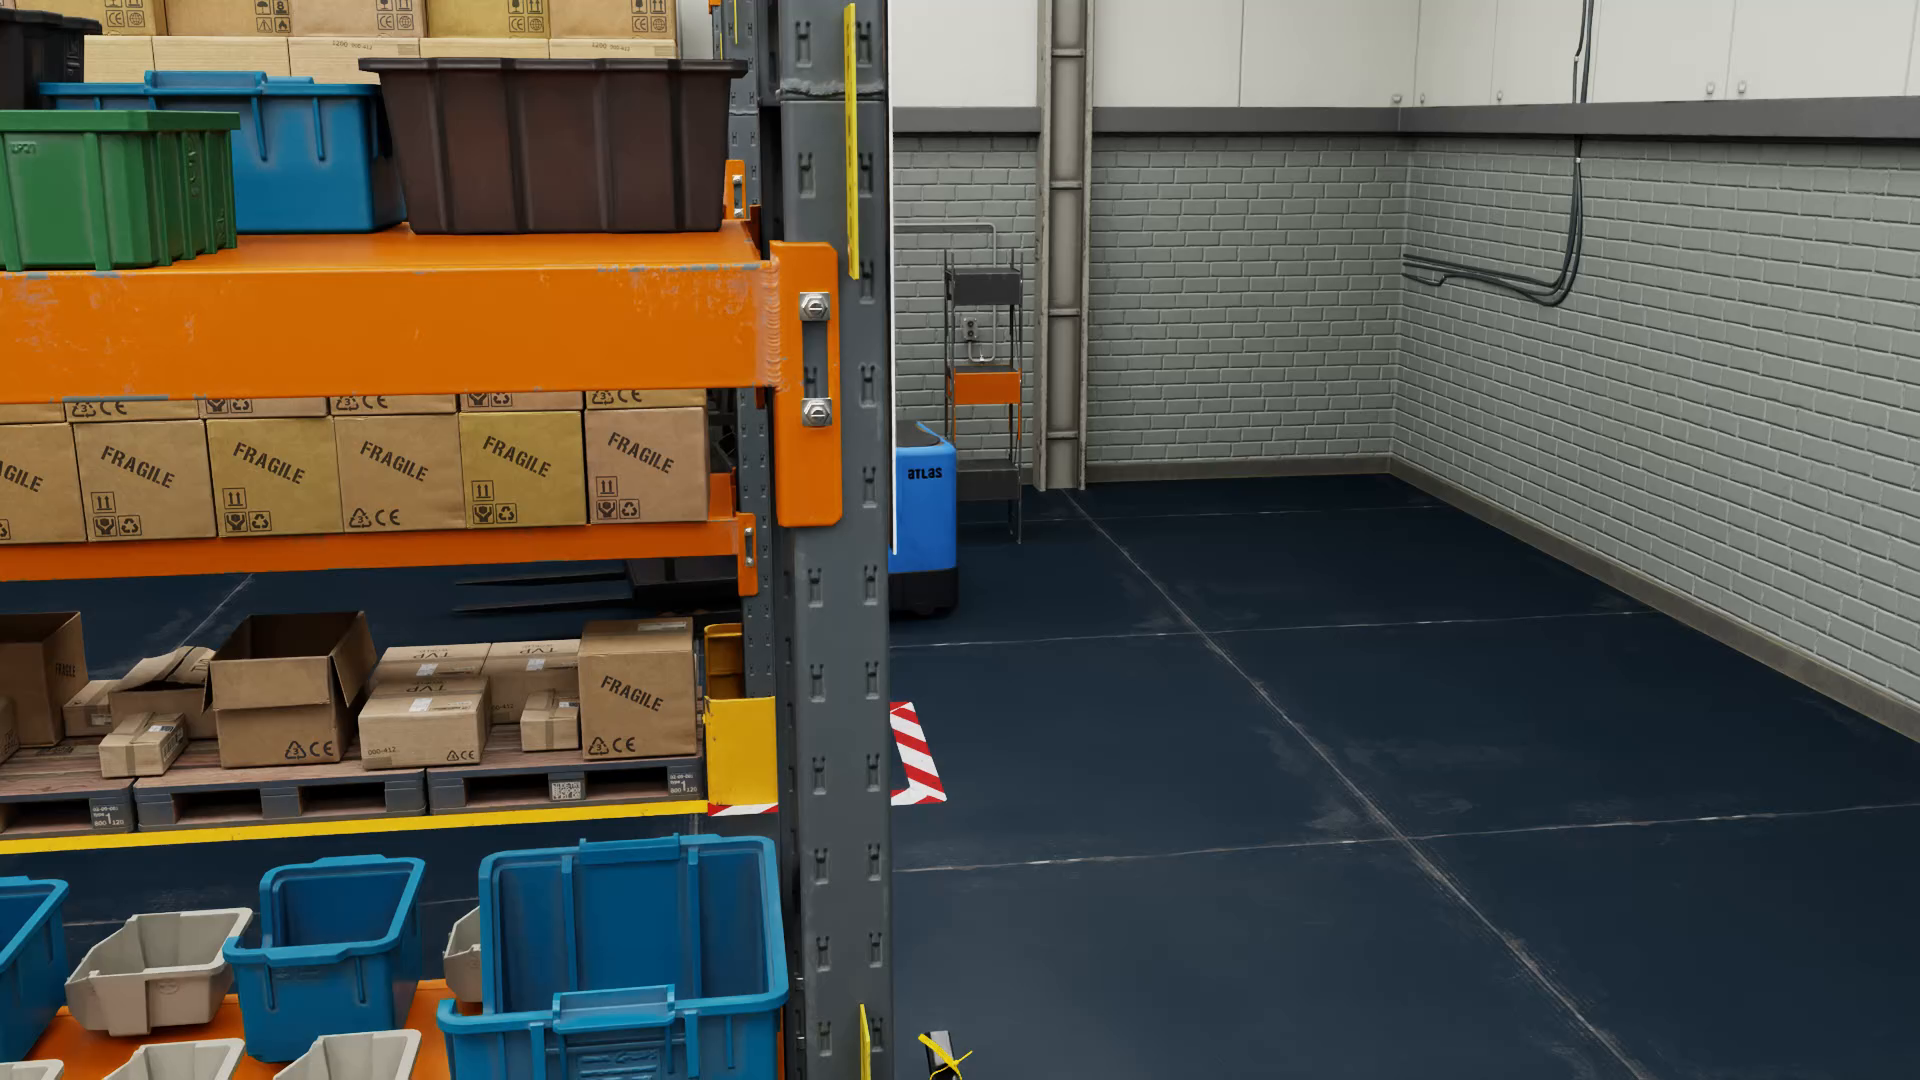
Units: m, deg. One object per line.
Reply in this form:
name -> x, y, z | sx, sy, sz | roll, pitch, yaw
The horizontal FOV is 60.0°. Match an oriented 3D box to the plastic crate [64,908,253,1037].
plastic crate -> -1.526, 0.829, 3.170 | 0.298, 0.136, 0.250 | -2, 14, -8

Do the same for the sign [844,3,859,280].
sign -> -0.134, -0.489, 2.053 | 0.005, 0.325, 0.100 | -2, 14, -8

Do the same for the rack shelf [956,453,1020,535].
rack shelf -> 0.164, -0.332, 12.164 | 0.480, 0.518, 0.431 | -2, 14, -8

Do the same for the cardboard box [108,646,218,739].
cardboard box -> -3.659, 0.712, 7.840 | 0.500, 0.311, 0.500 | -2, 14, -8

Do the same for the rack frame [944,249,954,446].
rack frame -> -0.078, -1.016, 11.955 | 0.015, 2.100, 0.400 | -2, 14, -8

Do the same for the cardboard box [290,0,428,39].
cardboard box -> -2.457, -2.332, 6.927 | 0.500, 0.500, 0.700 | -2, 14, -8

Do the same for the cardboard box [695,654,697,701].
cardboard box -> -1.432, 0.694, 8.244 | 0.250, 0.149, 0.380 | -2, 14, -8

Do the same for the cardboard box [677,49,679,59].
cardboard box -> -1.513, -2.076, 7.450 | 0.500, 0.250, 0.500 | -2, 14, -8

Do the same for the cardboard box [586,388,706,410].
cardboard box -> -1.365, -0.859, 7.220 | 0.500, 0.500, 0.500 | -2, 14, -9

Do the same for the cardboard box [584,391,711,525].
cardboard box -> -1.369, -0.375, 7.344 | 0.500, 0.500, 0.500 | -2, 14, -7

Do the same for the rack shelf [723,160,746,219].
rack shelf -> -2.944, -1.441, 7.115 | 4.000, 0.370, 1.077 | -2, 14, -8

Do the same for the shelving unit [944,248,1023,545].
shelving unit -> 0.164, -1.024, 11.990 | 0.503, 2.100, 0.431 | -2, 14, -8

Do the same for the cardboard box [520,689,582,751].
cardboard box -> -1.881, 0.825, 7.686 | 0.250, 0.166, 0.380 | -2, 14, -8

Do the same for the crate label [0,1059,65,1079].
crate label -> -1.572, 0.979, 2.572 | 0.243, 0.136, 0.396 | -2, 14, -8

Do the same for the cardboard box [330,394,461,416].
cardboard box -> -2.377, -0.821, 7.067 | 0.500, 0.500, 0.500 | -2, 14, -7

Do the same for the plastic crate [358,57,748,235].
plastic crate -> -0.654, -0.661, 2.793 | 0.590, 0.269, 0.497 | -2, 14, -8

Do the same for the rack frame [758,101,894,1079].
rack frame -> -0.232, 0.784, 2.930 | 0.127, 3.000, 1.000 | -2, 14, -8

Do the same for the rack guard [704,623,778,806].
rack guard -> -1.041, 0.807, 7.975 | 0.348, 0.500, 1.175 | -2, 14, -8

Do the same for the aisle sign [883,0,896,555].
aisle sign -> -0.117, -0.409, 2.343 | 0.004, 0.787, 0.394 | -2, 14, -8

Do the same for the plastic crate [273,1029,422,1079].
plastic crate -> -1.011, 0.956, 2.663 | 0.243, 0.136, 0.396 | -2, 14, -8

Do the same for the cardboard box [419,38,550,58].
cardboard box -> -1.931, -1.934, 6.883 | 0.500, 0.250, 0.500 | -2, 14, -8

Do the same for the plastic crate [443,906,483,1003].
plastic crate -> -0.855, 0.804, 3.268 | 0.298, 0.136, 0.250 | -2, 14, -8

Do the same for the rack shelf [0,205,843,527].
rack shelf -> -2.210, -0.250, 2.364 | 4.000, 0.370, 1.077 | -2, 14, -8

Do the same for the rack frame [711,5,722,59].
rack frame -> -1.708, -4.509, 11.703 | 0.127, 3.000, 1.000 | -2, 14, -8

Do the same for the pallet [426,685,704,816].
pallet -> -1.830, 0.977, 7.894 | 1.213, 0.211, 1.003 | -2, 14, -8

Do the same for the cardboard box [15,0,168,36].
cardboard box -> -3.437, -2.282, 6.726 | 0.500, 0.500, 0.700 | -2, 14, -8

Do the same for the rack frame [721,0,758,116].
rack frame -> -0.966, -3.318, 6.952 | 0.127, 3.000, 1.000 | -2, 14, -8

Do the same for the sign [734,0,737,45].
sign -> -0.903, -2.158, 6.674 | 0.005, 0.325, 0.100 | -2, 14, -8

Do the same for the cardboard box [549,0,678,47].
cardboard box -> -1.472, -2.374, 7.093 | 0.500, 0.500, 0.700 | -2, 14, -8

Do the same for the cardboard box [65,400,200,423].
cardboard box -> -3.395, -0.783, 6.917 | 0.500, 0.500, 0.500 | -3, 14, -10

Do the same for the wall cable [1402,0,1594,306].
wall cable -> 3.938, -3.122, 12.555 | 0.112, 2.526, 3.097 | -2, 14, -8

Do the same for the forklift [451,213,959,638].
forklift -> -1.583, -0.970, 10.063 | 3.031, 2.935, 1.130 | -4, 15, -15

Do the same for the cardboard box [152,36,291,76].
cardboard box -> -2.919, -1.897, 6.736 | 0.500, 0.250, 0.500 | -2, 14, -8

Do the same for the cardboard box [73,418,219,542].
cardboard box -> -3.376, -0.301, 7.051 | 0.500, 0.500, 0.500 | -2, 14, -9

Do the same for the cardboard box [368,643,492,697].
cardboard box -> -2.535, 0.700, 8.012 | 0.500, 0.250, 0.500 | -2, 14, -8

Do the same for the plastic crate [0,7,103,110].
plastic crate -> -1.784, -0.652, 2.616 | 0.767, 0.338, 0.504 | -2, 14, -8

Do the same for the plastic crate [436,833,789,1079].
plastic crate -> -0.535, 0.795, 2.691 | 0.499, 0.435, 0.616 | -2, 14, -8

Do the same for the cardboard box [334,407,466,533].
cardboard box -> -2.375, -0.338, 7.198 | 0.500, 0.500, 0.500 | -2, 14, -8

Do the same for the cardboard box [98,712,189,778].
cardboard box -> -3.620, 0.901, 7.382 | 0.250, 0.166, 0.380 | -2, 14, -8

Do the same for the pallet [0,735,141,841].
pallet -> -4.242, 1.065, 7.541 | 1.213, 0.211, 1.003 | -2, 14, -8

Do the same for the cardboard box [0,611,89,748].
cardboard box -> -4.401, 0.647, 7.709 | 0.500, 0.500, 0.500 | -2, 14, -8
